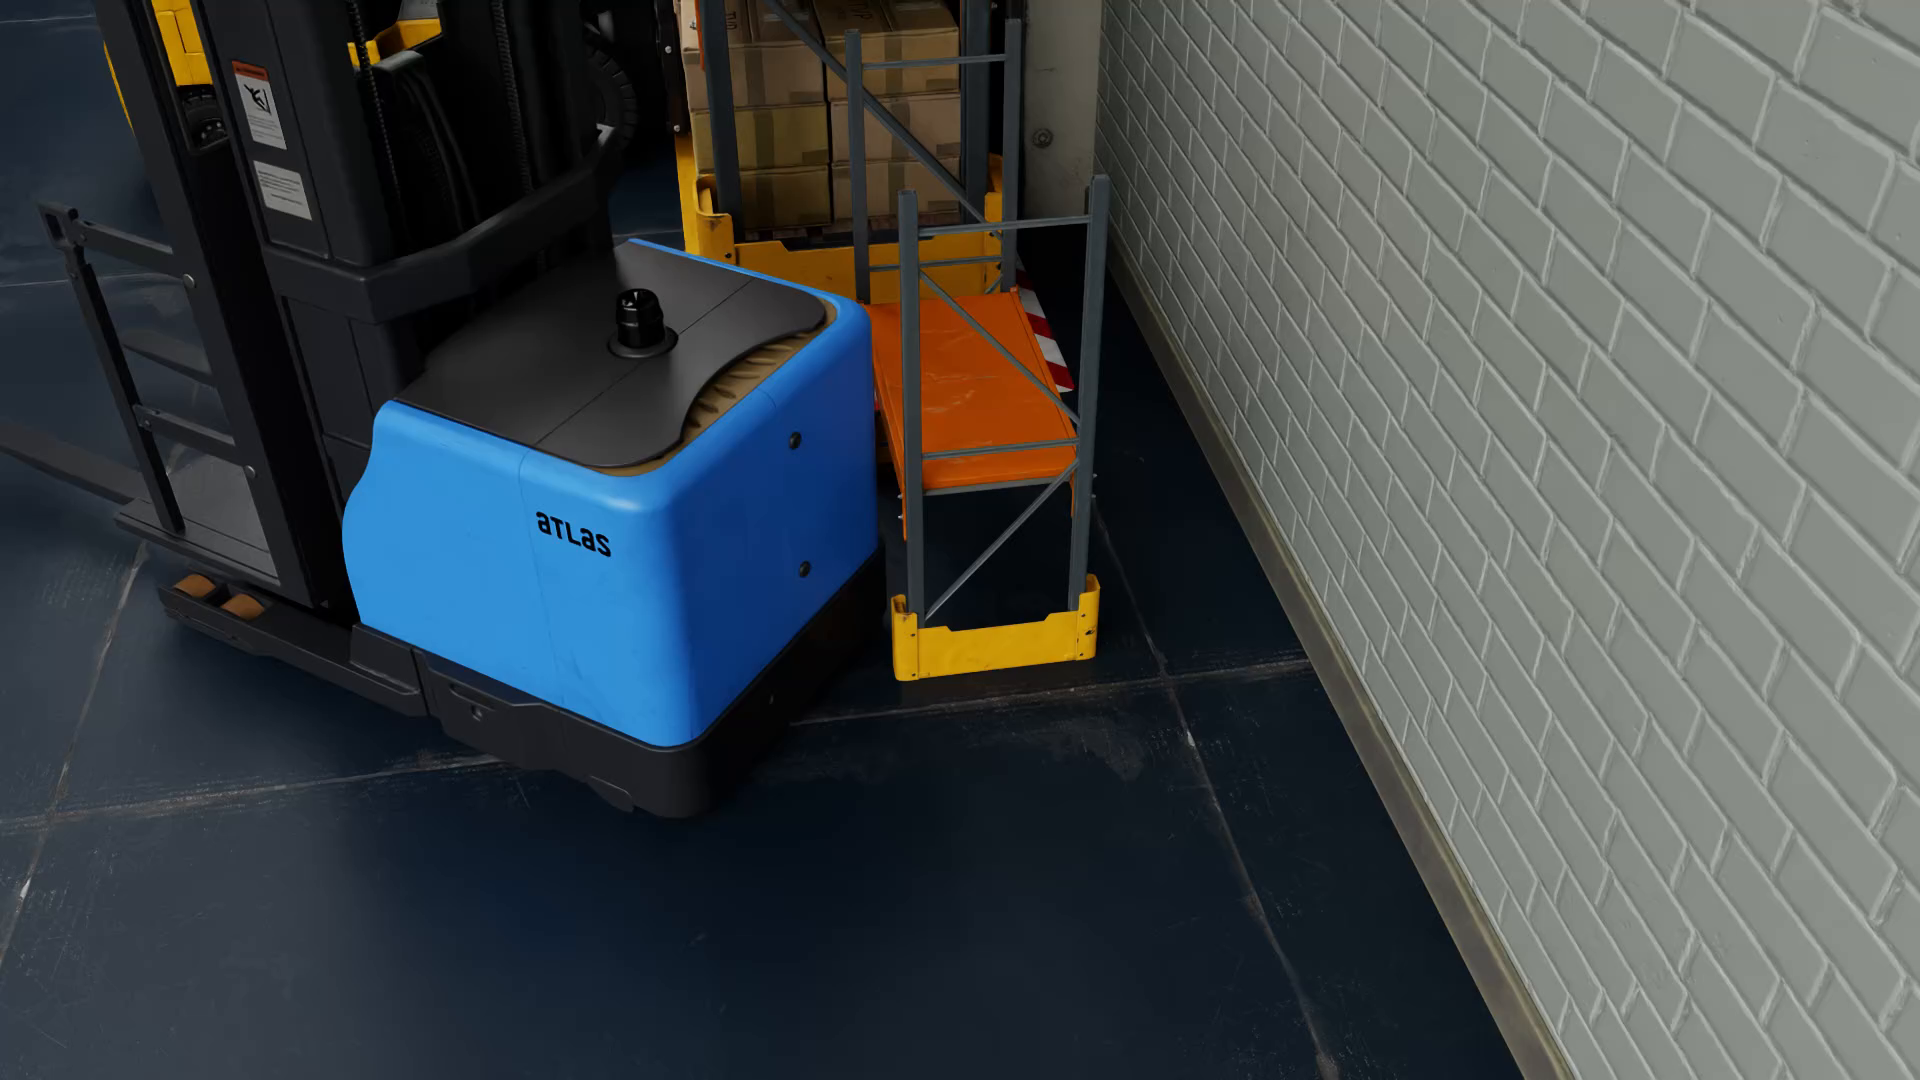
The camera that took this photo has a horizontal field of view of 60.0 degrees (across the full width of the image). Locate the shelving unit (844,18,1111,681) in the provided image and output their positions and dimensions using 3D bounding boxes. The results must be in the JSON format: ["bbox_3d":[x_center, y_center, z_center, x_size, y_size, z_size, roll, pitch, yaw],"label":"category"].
[{"bbox_3d":[0.013,-0.546,4.731,0.587,1.500,1.083,-6,38,-8],"label":"shelving unit"}]

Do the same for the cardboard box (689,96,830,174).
[{"bbox_3d":[-0.788,-1.657,6.429,0.500,0.250,0.500,-7,38,-9],"label":"cardboard box"}]

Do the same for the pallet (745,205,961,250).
[{"bbox_3d":[-0.571,-1.475,6.976,1.003,0.211,1.213,-6,38,-8],"label":"pallet"}]

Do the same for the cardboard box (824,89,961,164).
[{"bbox_3d":[-0.273,-1.702,6.488,0.500,0.250,0.500,-6,38,-7],"label":"cardboard box"}]

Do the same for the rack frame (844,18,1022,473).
[{"bbox_3d":[-0.074,-0.848,5.119,0.500,1.500,0.032,-6,38,-8],"label":"rack frame"}]

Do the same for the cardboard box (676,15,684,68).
[{"bbox_3d":[-0.977,-2.270,7.219,0.500,0.250,0.500,-7,38,-9],"label":"cardboard box"}]

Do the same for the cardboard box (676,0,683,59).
[{"bbox_3d":[-0.878,-2.146,6.651,0.500,0.250,0.500,-6,38,-7],"label":"cardboard box"}]

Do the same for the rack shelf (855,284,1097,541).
[{"bbox_3d":[0.015,-0.399,4.834,0.538,0.185,1.000,-6,38,-8],"label":"rack shelf"}]

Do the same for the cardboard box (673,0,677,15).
[{"bbox_3d":[-0.977,-2.450,7.042,0.500,0.250,0.500,-6,38,-7],"label":"cardboard box"}]

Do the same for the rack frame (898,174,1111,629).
[{"bbox_3d":[0.104,-0.234,4.328,0.500,1.500,0.032,-6,38,-8],"label":"rack frame"}]

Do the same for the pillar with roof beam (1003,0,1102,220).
[{"bbox_3d":[-3.868,-4.542,3.762,9.100,9.000,0.400,-6,38,-8],"label":"pillar with roof beam"}]

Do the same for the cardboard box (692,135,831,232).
[{"bbox_3d":[-0.789,-1.449,6.568,0.500,0.250,0.500,-6,38,-8],"label":"cardboard box"}]

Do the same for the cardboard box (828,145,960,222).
[{"bbox_3d":[-0.289,-1.516,6.656,0.500,0.250,0.500,-6,38,-8],"label":"cardboard box"}]

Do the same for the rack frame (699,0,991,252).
[{"bbox_3d":[-0.395,-2.119,5.532,1.000,3.000,0.127,-6,38,-8],"label":"rack frame"}]

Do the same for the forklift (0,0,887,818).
[{"bbox_3d":[-1.757,-1.098,4.274,3.031,2.935,1.130,19,42,22],"label":"forklift"}]

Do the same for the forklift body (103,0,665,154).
[{"bbox_3d":[-2.524,-2.733,7.014,2.313,2.155,1.214,-6,38,-8],"label":"forklift body"}]

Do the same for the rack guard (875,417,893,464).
[{"bbox_3d":[-0.074,-0.353,5.501,0.587,0.250,0.087,-6,38,-8],"label":"rack guard"}]

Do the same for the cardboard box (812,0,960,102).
[{"bbox_3d":[-0.293,-1.904,6.340,0.500,0.250,0.500,-7,38,-9],"label":"cardboard box"}]

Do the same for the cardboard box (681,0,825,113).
[{"bbox_3d":[-0.783,-1.838,6.255,0.500,0.250,0.500,-5,38,-6],"label":"cardboard box"}]

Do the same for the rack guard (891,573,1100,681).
[{"bbox_3d":[0.101,0.248,4.727,0.587,0.250,0.087,-6,38,-8],"label":"rack guard"}]

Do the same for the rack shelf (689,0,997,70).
[{"bbox_3d":[-0.746,-3.043,7.308,1.077,0.370,4.000,-6,38,-8],"label":"rack shelf"}]

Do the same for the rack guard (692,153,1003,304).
[{"bbox_3d":[-0.391,-1.117,6.280,1.175,0.500,0.348,-6,38,-8],"label":"rack guard"}]
